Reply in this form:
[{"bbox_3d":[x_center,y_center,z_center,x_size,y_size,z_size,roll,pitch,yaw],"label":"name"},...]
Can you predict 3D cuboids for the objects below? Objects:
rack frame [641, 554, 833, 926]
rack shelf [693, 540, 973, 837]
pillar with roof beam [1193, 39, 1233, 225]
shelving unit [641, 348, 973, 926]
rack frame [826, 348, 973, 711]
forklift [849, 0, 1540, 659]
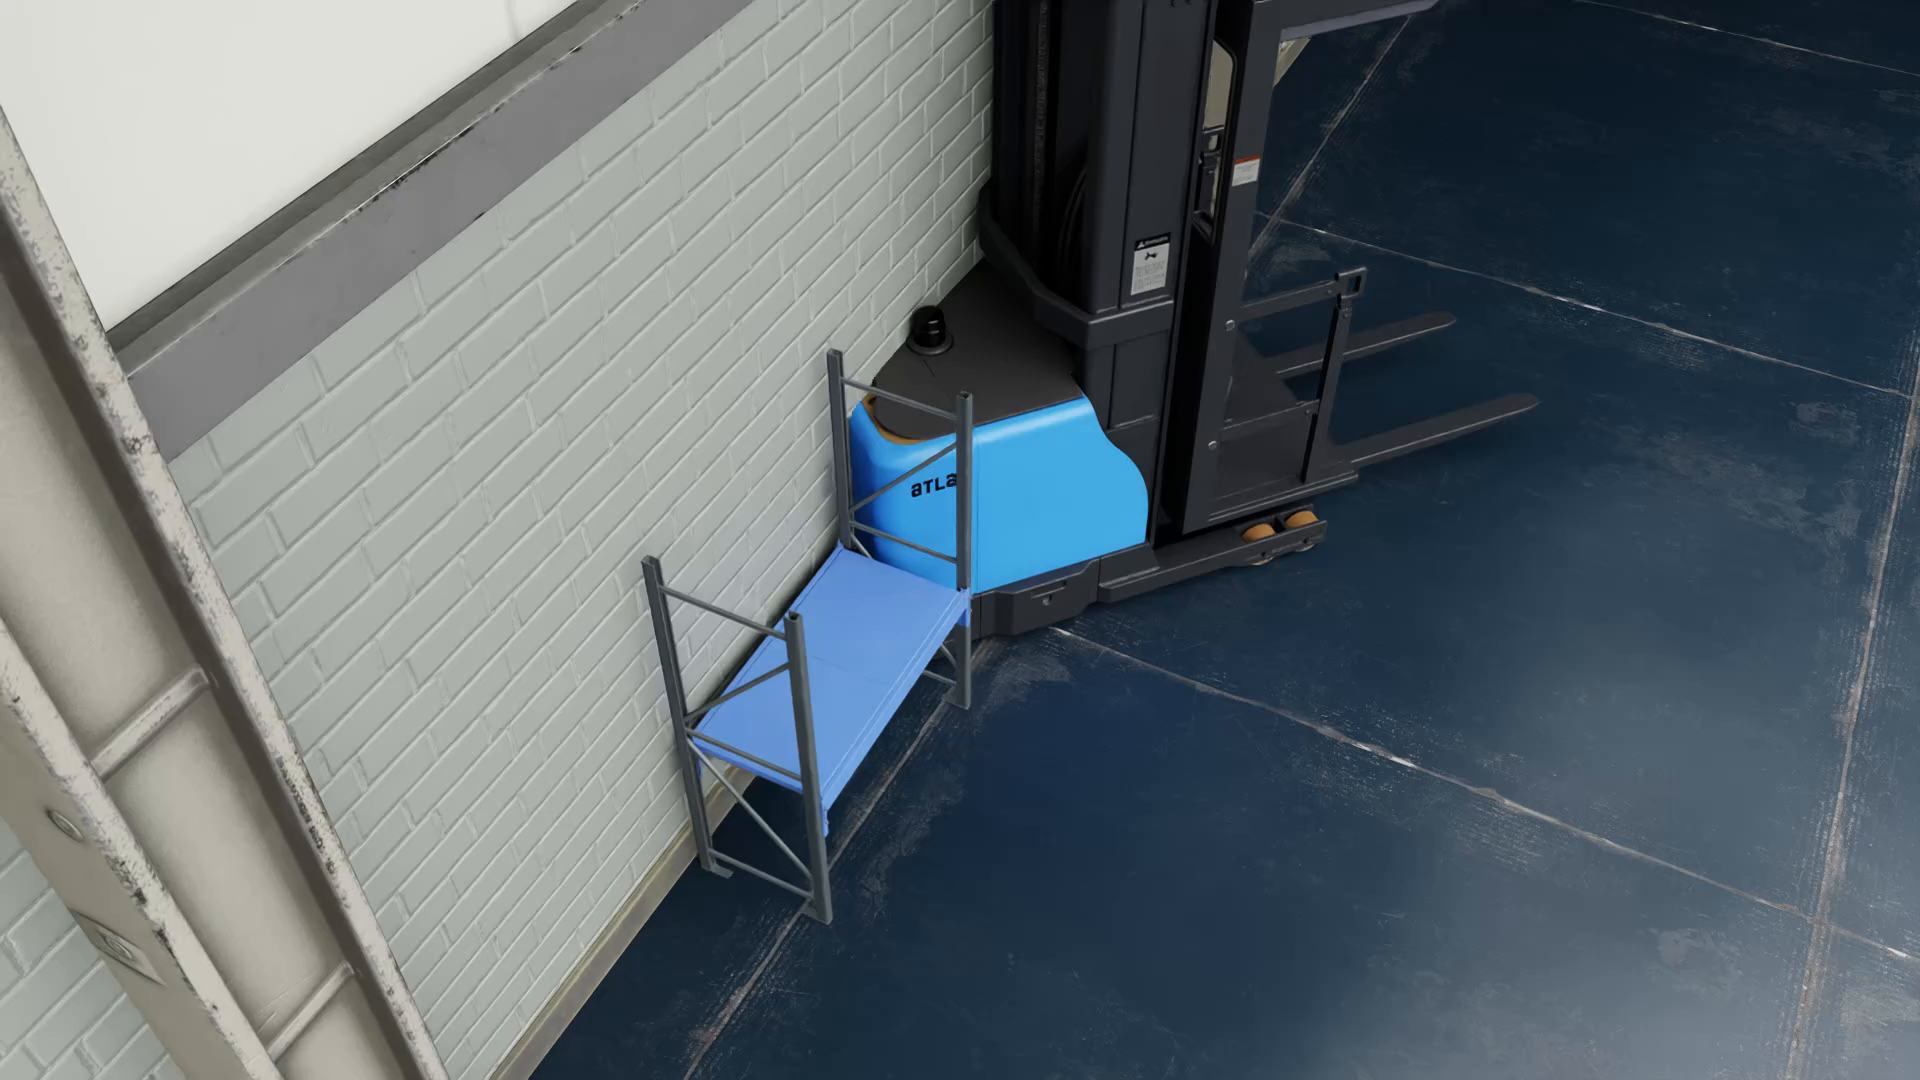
[{"bbox_3d":[-0.650,0.656,5.047,0.500,1.500,0.032,20,49,19],"label":"rack frame"},{"bbox_3d":[-0.420,0.460,5.493,0.538,0.185,1.000,20,49,19],"label":"rack shelf"},{"bbox_3d":[5.105,-3.463,3.846,9.100,9.000,0.400,20,49,19],"label":"pillar with roof beam"},{"bbox_3d":[-0.420,0.334,5.366,0.538,1.500,1.048,20,49,19],"label":"shelving unit"},{"bbox_3d":[-0.191,0.011,5.684,0.500,1.500,0.032,20,49,19],"label":"rack frame"},{"bbox_3d":[0.923,-1.263,5.937,3.031,2.935,1.130,-16,48,-16],"label":"forklift"}]
